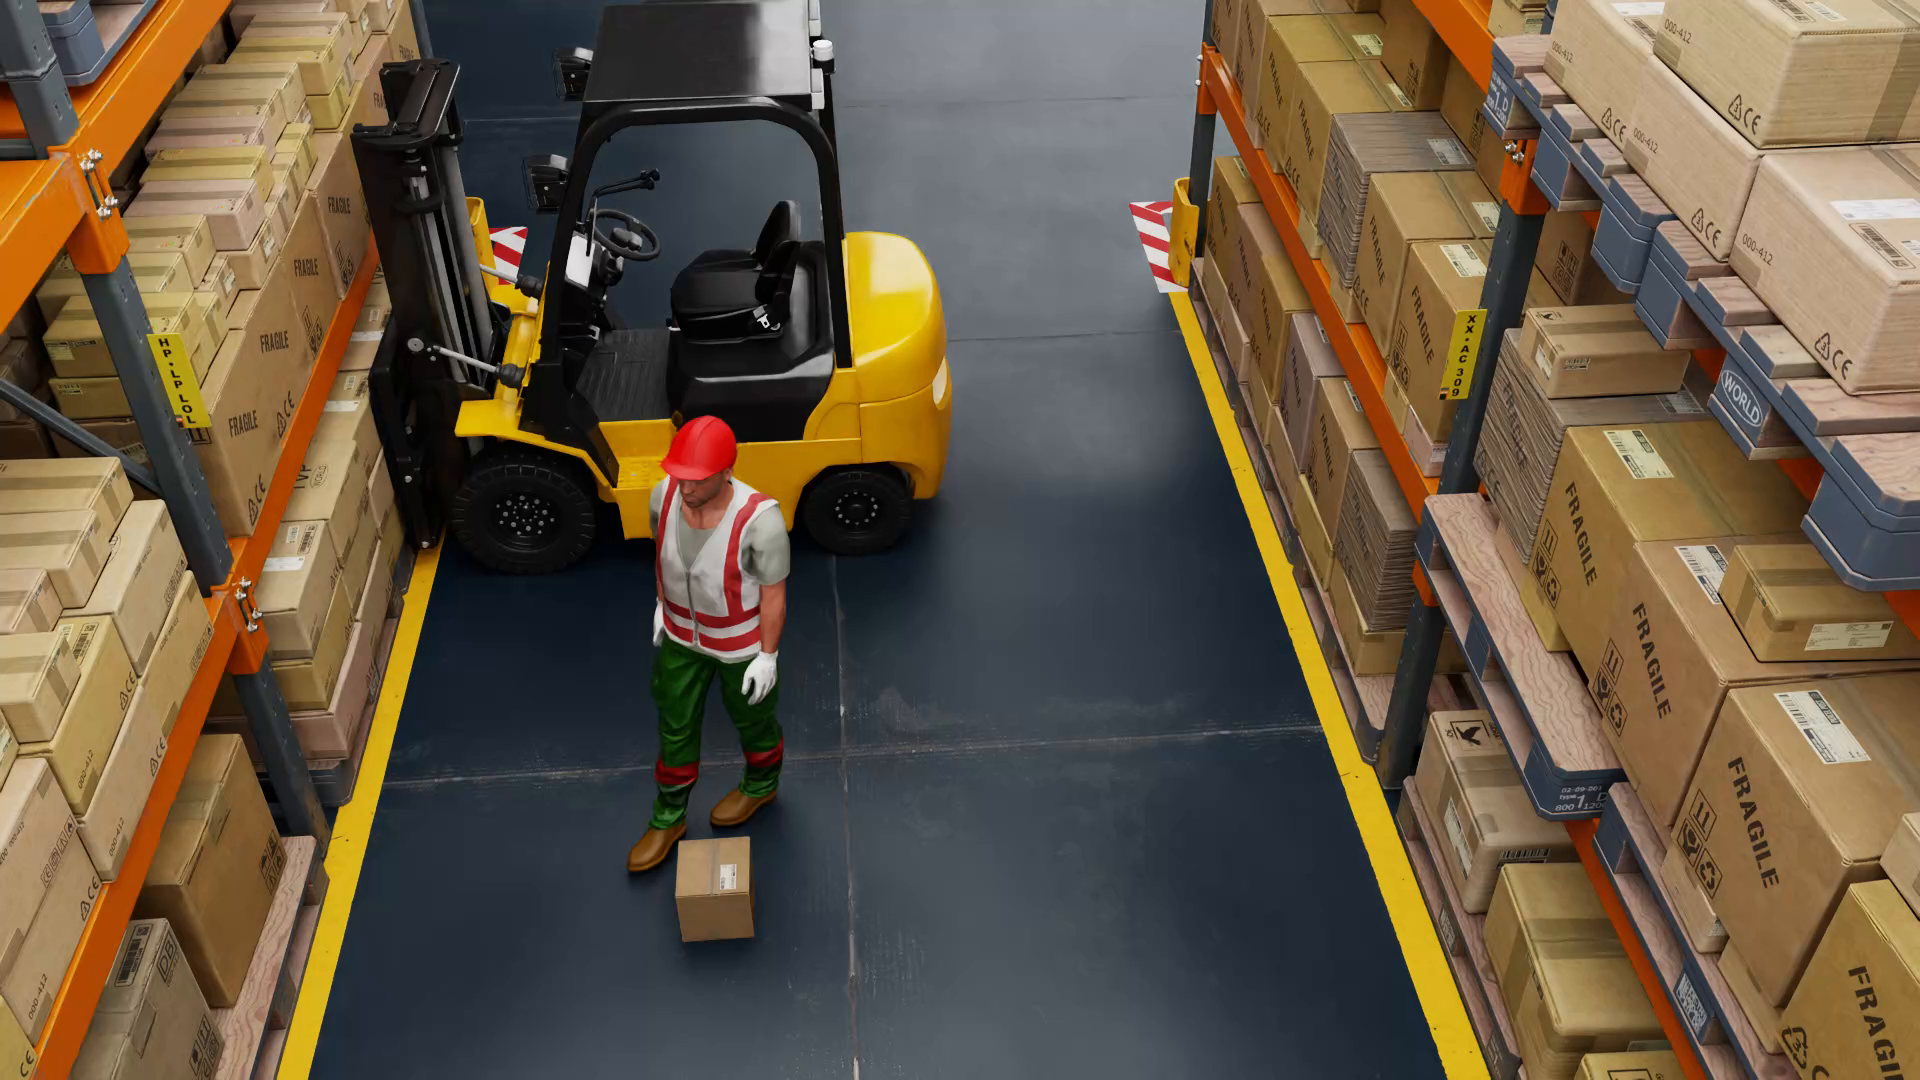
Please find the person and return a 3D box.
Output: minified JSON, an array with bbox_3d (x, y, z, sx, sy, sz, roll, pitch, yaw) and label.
[{"bbox_3d":[-0.892,0.407,5.617,0.556,1.790,0.630,16,41,18],"label":"person"}]
